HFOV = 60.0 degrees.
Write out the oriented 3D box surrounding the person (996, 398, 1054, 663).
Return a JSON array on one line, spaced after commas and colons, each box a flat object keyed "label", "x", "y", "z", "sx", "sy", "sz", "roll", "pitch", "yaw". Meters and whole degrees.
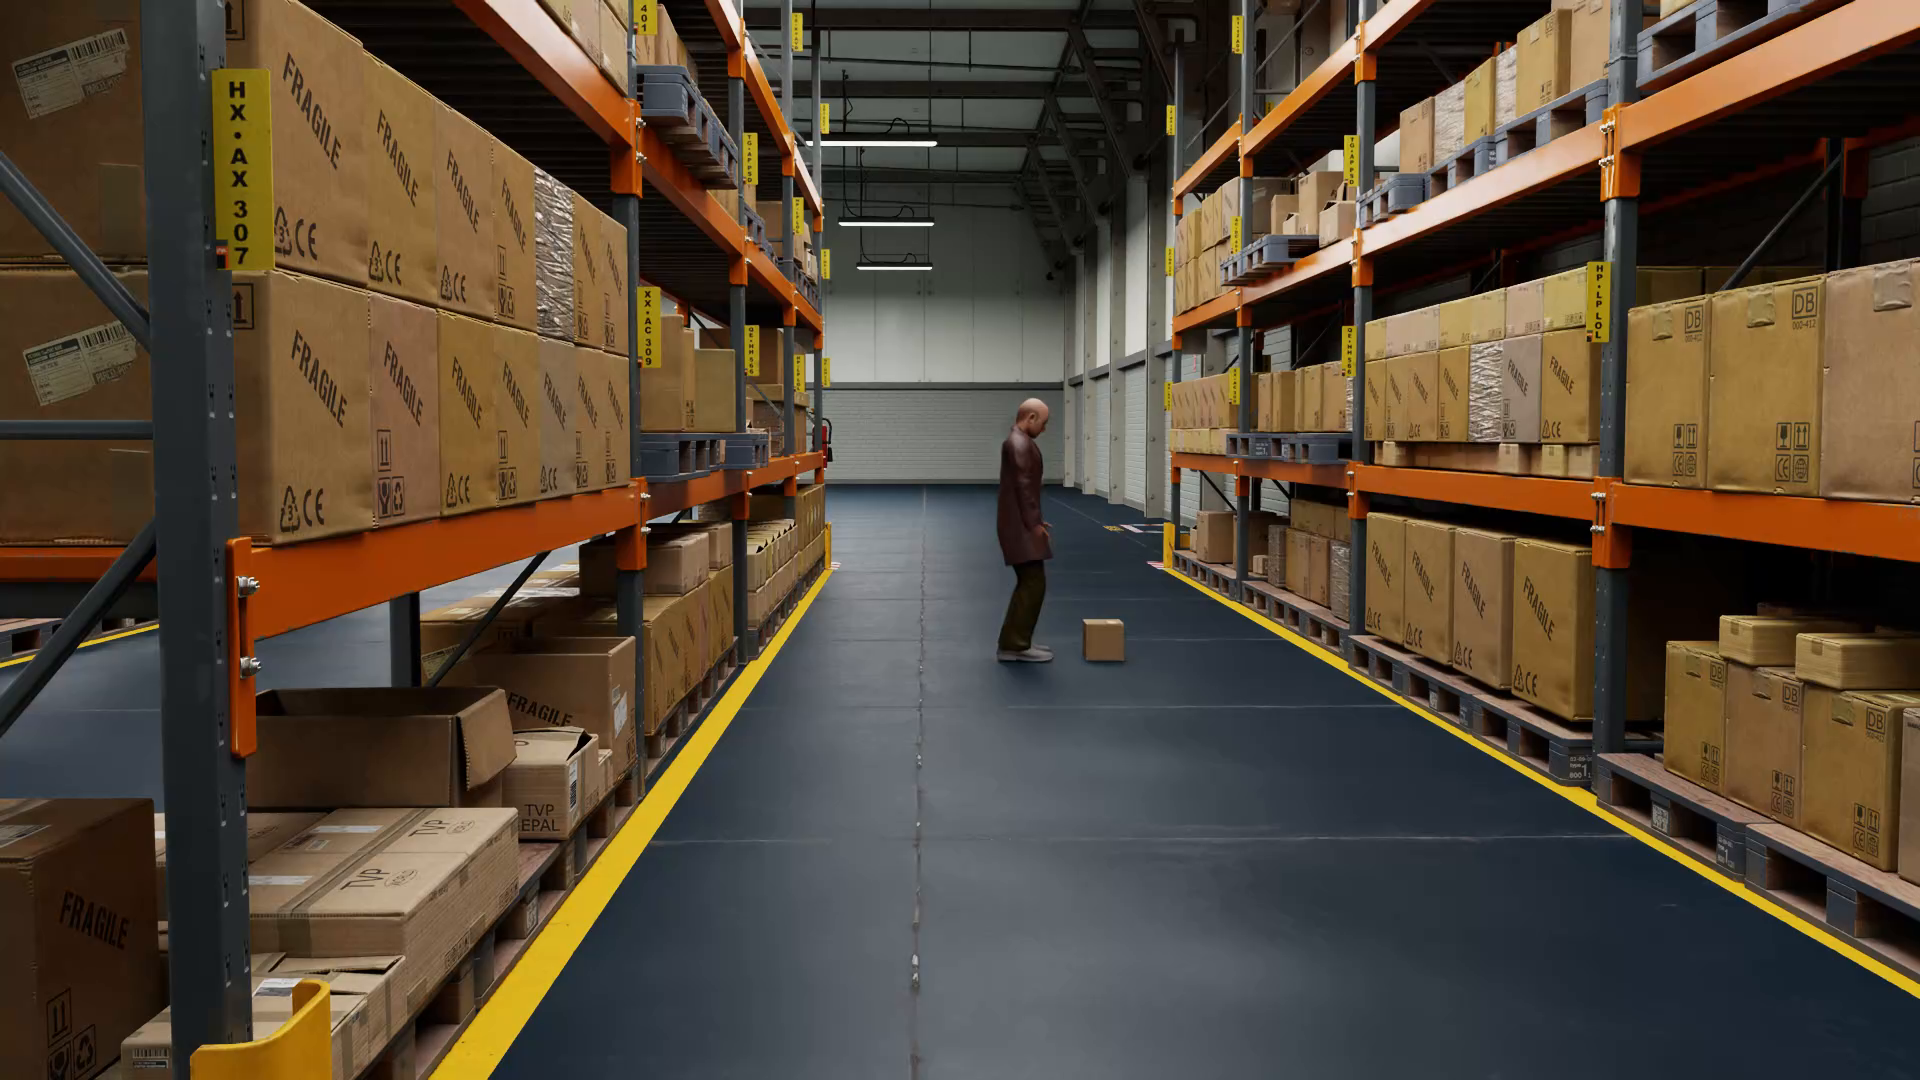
[{"label": "person", "x": 0.439, "y": -0.070, "z": 11.135, "sx": 0.390, "sy": 1.745, "sz": 0.579, "roll": 0, "pitch": 4, "yaw": 0}]
